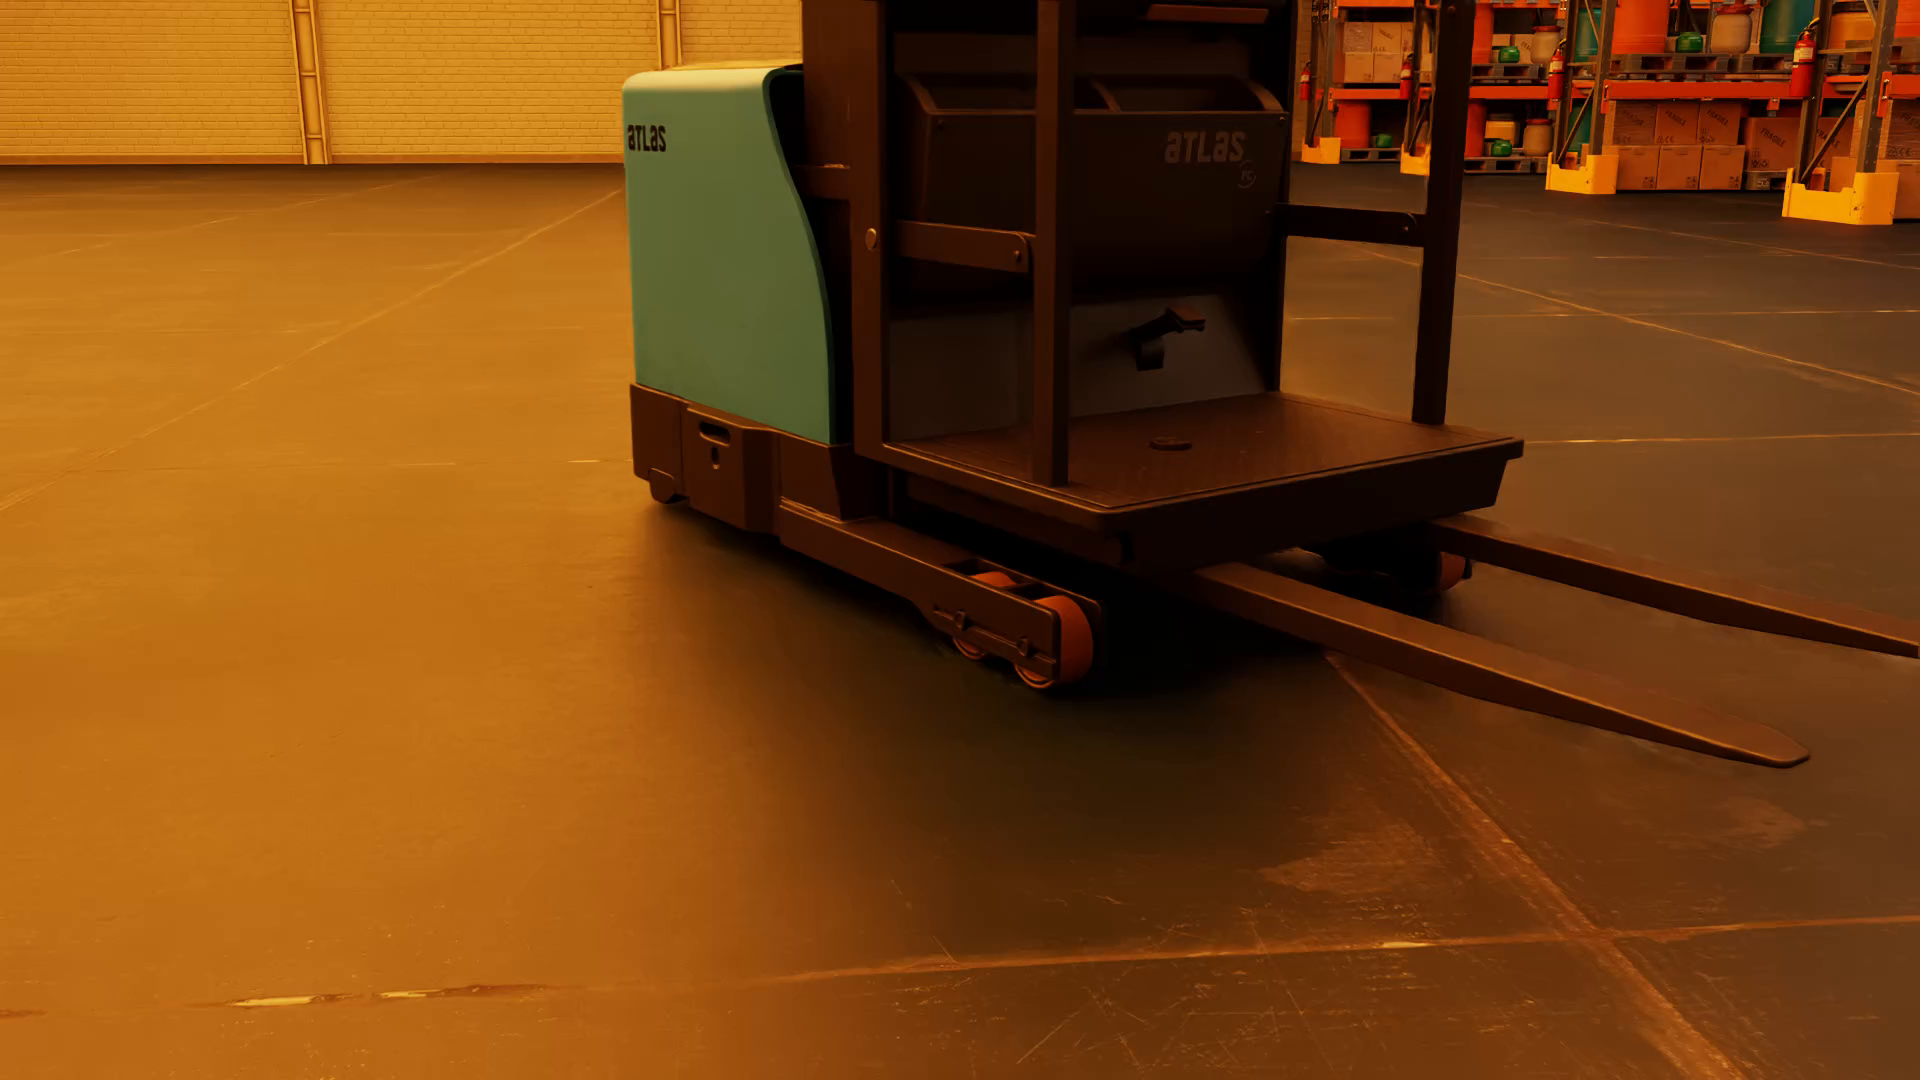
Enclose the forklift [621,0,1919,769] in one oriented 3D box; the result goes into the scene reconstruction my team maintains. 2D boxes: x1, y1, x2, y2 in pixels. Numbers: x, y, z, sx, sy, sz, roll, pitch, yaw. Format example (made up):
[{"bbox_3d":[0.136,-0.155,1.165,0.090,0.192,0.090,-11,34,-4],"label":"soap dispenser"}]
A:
[{"bbox_3d":[0.408,-1.293,3.087,1.130,2.935,3.031,-10,18,-34],"label":"forklift"}]
